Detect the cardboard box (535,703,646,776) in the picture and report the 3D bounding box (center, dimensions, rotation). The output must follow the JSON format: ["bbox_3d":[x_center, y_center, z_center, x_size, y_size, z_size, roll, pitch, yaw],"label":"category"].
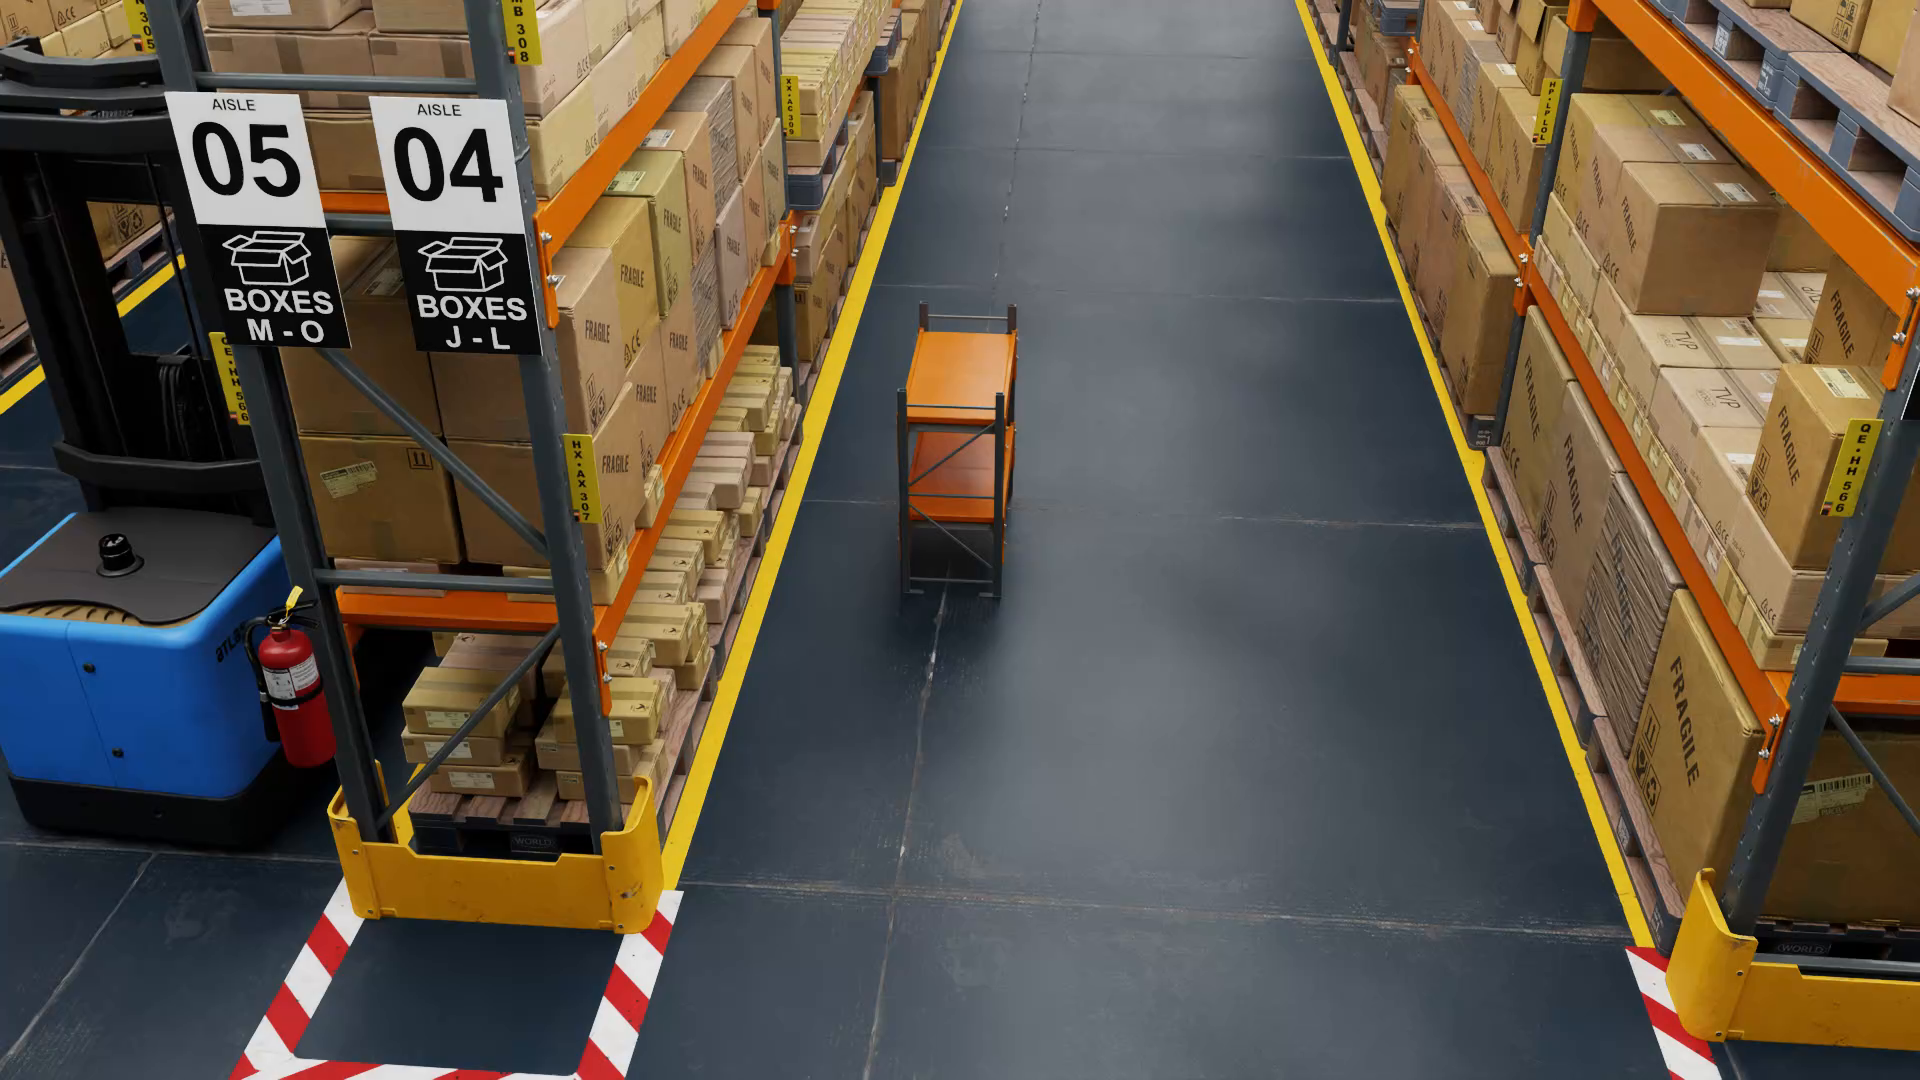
[{"bbox_3d":[-1.465,0.794,6.636,0.380,0.149,0.250,4,32,6],"label":"cardboard box"}]

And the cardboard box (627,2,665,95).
[{"bbox_3d":[-1.396,-1.833,6.149,0.500,0.250,0.500,1,32,2],"label":"cardboard box"}]

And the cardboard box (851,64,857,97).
[{"bbox_3d":[-0.847,-2.884,10.410,0.380,0.149,0.250,2,32,3],"label":"cardboard box"}]

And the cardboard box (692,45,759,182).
[{"bbox_3d":[-1.244,-2.010,7.820,0.500,0.500,0.500,1,32,2],"label":"cardboard box"}]

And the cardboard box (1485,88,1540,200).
[{"bbox_3d":[3.310,-2.235,9.422,0.500,0.500,0.500,3,32,6],"label":"cardboard box"}]

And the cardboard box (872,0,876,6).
[{"bbox_3d":[-0.758,-3.675,11.127,0.380,0.149,0.250,3,32,5],"label":"cardboard box"}]

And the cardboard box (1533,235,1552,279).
[{"bbox_3d":[3.141,-1.430,8.452,0.380,0.149,0.250,3,32,4],"label":"cardboard box"}]

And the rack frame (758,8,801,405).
[{"bbox_3d":[-1.438,-1.943,9.043,1.000,3.000,0.127,2,32,4],"label":"rack frame"}]

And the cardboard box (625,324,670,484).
[{"bbox_3d":[-1.434,-0.524,6.363,0.500,0.500,0.500,3,32,4],"label":"cardboard box"}]

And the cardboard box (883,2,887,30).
[{"bbox_3d":[-0.717,-3.699,11.732,0.380,0.149,0.250,2,32,4],"label":"cardboard box"}]

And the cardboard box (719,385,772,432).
[{"bbox_3d":[-1.202,-0.698,8.774,0.380,0.149,0.250,2,32,4],"label":"cardboard box"}]

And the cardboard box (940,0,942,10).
[{"bbox_3d":[-0.666,-5.726,16.807,0.875,0.875,0.875,3,32,5],"label":"cardboard box"}]

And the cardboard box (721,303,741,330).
[{"bbox_3d":[-1.260,-1.123,7.952,0.380,0.149,0.250,1,32,2],"label":"cardboard box"}]

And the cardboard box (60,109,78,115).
[{"bbox_3d":[-5.983,-2.794,10.568,0.500,0.250,0.500,2,32,4],"label":"cardboard box"}]

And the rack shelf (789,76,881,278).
[{"bbox_3d":[-1.275,-2.682,10.929,1.077,0.370,4.000,2,32,4],"label":"rack shelf"}]

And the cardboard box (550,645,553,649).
[{"bbox_3d":[-1.965,0.497,7.118,0.380,0.149,0.250,1,32,2],"label":"cardboard box"}]

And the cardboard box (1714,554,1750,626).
[{"bbox_3d":[2.892,0.184,5.831,0.380,0.149,0.250,3,32,4],"label":"cardboard box"}]

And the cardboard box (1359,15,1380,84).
[{"bbox_3d":[4.019,-4.415,15.019,0.700,0.500,0.500,2,32,4],"label":"cardboard box"}]

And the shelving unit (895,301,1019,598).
[{"bbox_3d":[-0.001,-0.475,8.449,0.538,1.125,1.048,2,32,4],"label":"shelving unit"}]

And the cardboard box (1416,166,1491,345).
[{"bbox_3d":[3.601,-1.755,10.364,1.225,0.875,0.875,1,32,2],"label":"cardboard box"}]

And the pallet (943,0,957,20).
[{"bbox_3d":[-0.550,-5.973,18.240,1.003,0.211,1.213,2,32,4],"label":"pallet"}]

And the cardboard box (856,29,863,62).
[{"bbox_3d":[-0.823,-3.145,10.550,0.380,0.149,0.250,2,32,3],"label":"cardboard box"}]

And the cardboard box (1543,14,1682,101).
[{"bbox_3d":[3.541,-2.482,8.867,0.797,0.503,0.637,2,32,3],"label":"cardboard box"}]

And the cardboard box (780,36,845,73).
[{"bbox_3d":[-0.885,-2.864,9.811,0.380,0.149,0.250,2,32,3],"label":"cardboard box"}]

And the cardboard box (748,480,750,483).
[{"bbox_3d":[-1.280,-0.312,8.431,0.380,0.149,0.250,3,32,5],"label":"cardboard box"}]

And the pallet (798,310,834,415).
[{"bbox_3d":[-1.376,-1.163,10.435,1.003,0.211,1.213,2,32,4],"label":"pallet"}]

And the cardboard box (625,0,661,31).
[{"bbox_3d":[-1.375,-2.032,5.996,0.500,0.250,0.500,3,32,5],"label":"cardboard box"}]

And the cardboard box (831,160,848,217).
[{"bbox_3d":[-1.028,-2.297,10.885,0.500,0.250,0.500,4,32,6],"label":"cardboard box"}]

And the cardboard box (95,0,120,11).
[{"bbox_3d":[-5.916,-3.851,11.092,0.500,0.500,0.500,2,32,4],"label":"cardboard box"}]

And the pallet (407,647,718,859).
[{"bbox_3d":[-1.656,0.873,7.132,1.003,0.211,1.213,2,32,4],"label":"pallet"}]

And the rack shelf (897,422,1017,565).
[{"bbox_3d":[-0.001,-0.267,8.577,0.538,0.278,1.000,2,32,4],"label":"rack shelf"}]

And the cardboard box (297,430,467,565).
[{"bbox_3d":[-1.984,-0.266,5.944,0.500,0.500,0.500,3,32,5],"label":"cardboard box"}]

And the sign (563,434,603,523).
[{"bbox_3d":[-1.223,-0.196,5.385,0.100,0.325,0.005,2,32,4],"label":"sign"}]

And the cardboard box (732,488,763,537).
[{"bbox_3d":[-1.215,-0.147,8.446,0.380,0.149,0.250,2,32,4],"label":"cardboard box"}]

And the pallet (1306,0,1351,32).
[{"bbox_3d":[4.264,-5.666,17.743,1.003,0.211,1.213,2,32,4],"label":"pallet"}]

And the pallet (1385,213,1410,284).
[{"bbox_3d":[3.683,-2.173,12.075,1.003,0.211,1.213,2,32,4],"label":"pallet"}]

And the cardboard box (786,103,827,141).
[{"bbox_3d":[-0.948,-2.327,9.223,0.380,0.149,0.250,3,32,5],"label":"cardboard box"}]

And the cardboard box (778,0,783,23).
[{"bbox_3d":[-1.411,-3.575,11.248,0.380,0.149,0.250,3,32,4],"label":"cardboard box"}]

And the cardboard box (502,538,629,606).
[{"bbox_3d":[-1.411,0.101,5.967,0.380,0.149,0.250,2,32,4],"label":"cardboard box"}]

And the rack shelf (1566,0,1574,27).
[{"bbox_3d":[3.660,-3.694,9.712,1.077,0.370,4.000,2,32,4],"label":"rack shelf"}]

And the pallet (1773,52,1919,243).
[{"bbox_3d":[3.221,-1.214,5.086,1.003,0.211,1.213,2,32,4],"label":"pallet"}]

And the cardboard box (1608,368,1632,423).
[{"bbox_3d":[3.016,-0.615,7.129,0.380,0.149,0.250,2,32,3],"label":"cardboard box"}]

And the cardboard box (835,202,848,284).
[{"bbox_3d":[-1.043,-1.984,11.092,0.500,0.500,0.500,3,32,5],"label":"cardboard box"}]

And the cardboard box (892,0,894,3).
[{"bbox_3d":[-0.768,-4.566,13.205,0.500,0.500,0.500,2,32,4],"label":"cardboard box"}]

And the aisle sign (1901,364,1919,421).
[{"bbox_3d":[2.866,-0.668,4.497,0.394,0.787,0.004,2,32,4],"label":"aisle sign"}]

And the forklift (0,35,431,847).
[{"bbox_3d":[-3.101,-0.783,7.226,1.130,2.935,3.031,5,32,7],"label":"forklift"}]

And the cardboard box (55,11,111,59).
[{"bbox_3d":[-5.942,-3.269,10.862,0.500,0.250,0.500,2,32,2],"label":"cardboard box"}]

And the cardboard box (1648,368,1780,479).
[{"bbox_3d":[3.029,-0.445,6.473,0.500,0.250,0.500,1,32,2],"label":"cardboard box"}]

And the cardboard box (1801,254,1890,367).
[{"bbox_3d":[3.556,-0.740,6.237,0.500,0.500,0.500,2,32,3],"label":"cardboard box"}]

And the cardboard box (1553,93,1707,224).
[{"bbox_3d":[3.203,-1.820,7.989,0.500,0.500,0.500,2,32,4],"label":"cardboard box"}]

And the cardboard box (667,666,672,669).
[{"bbox_3d":[-1.449,0.653,7.148,0.380,0.149,0.250,3,32,5],"label":"cardboard box"}]

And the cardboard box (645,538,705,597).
[{"bbox_3d":[-1.362,0.118,7.450,0.380,0.149,0.250,4,32,6],"label":"cardboard box"}]
